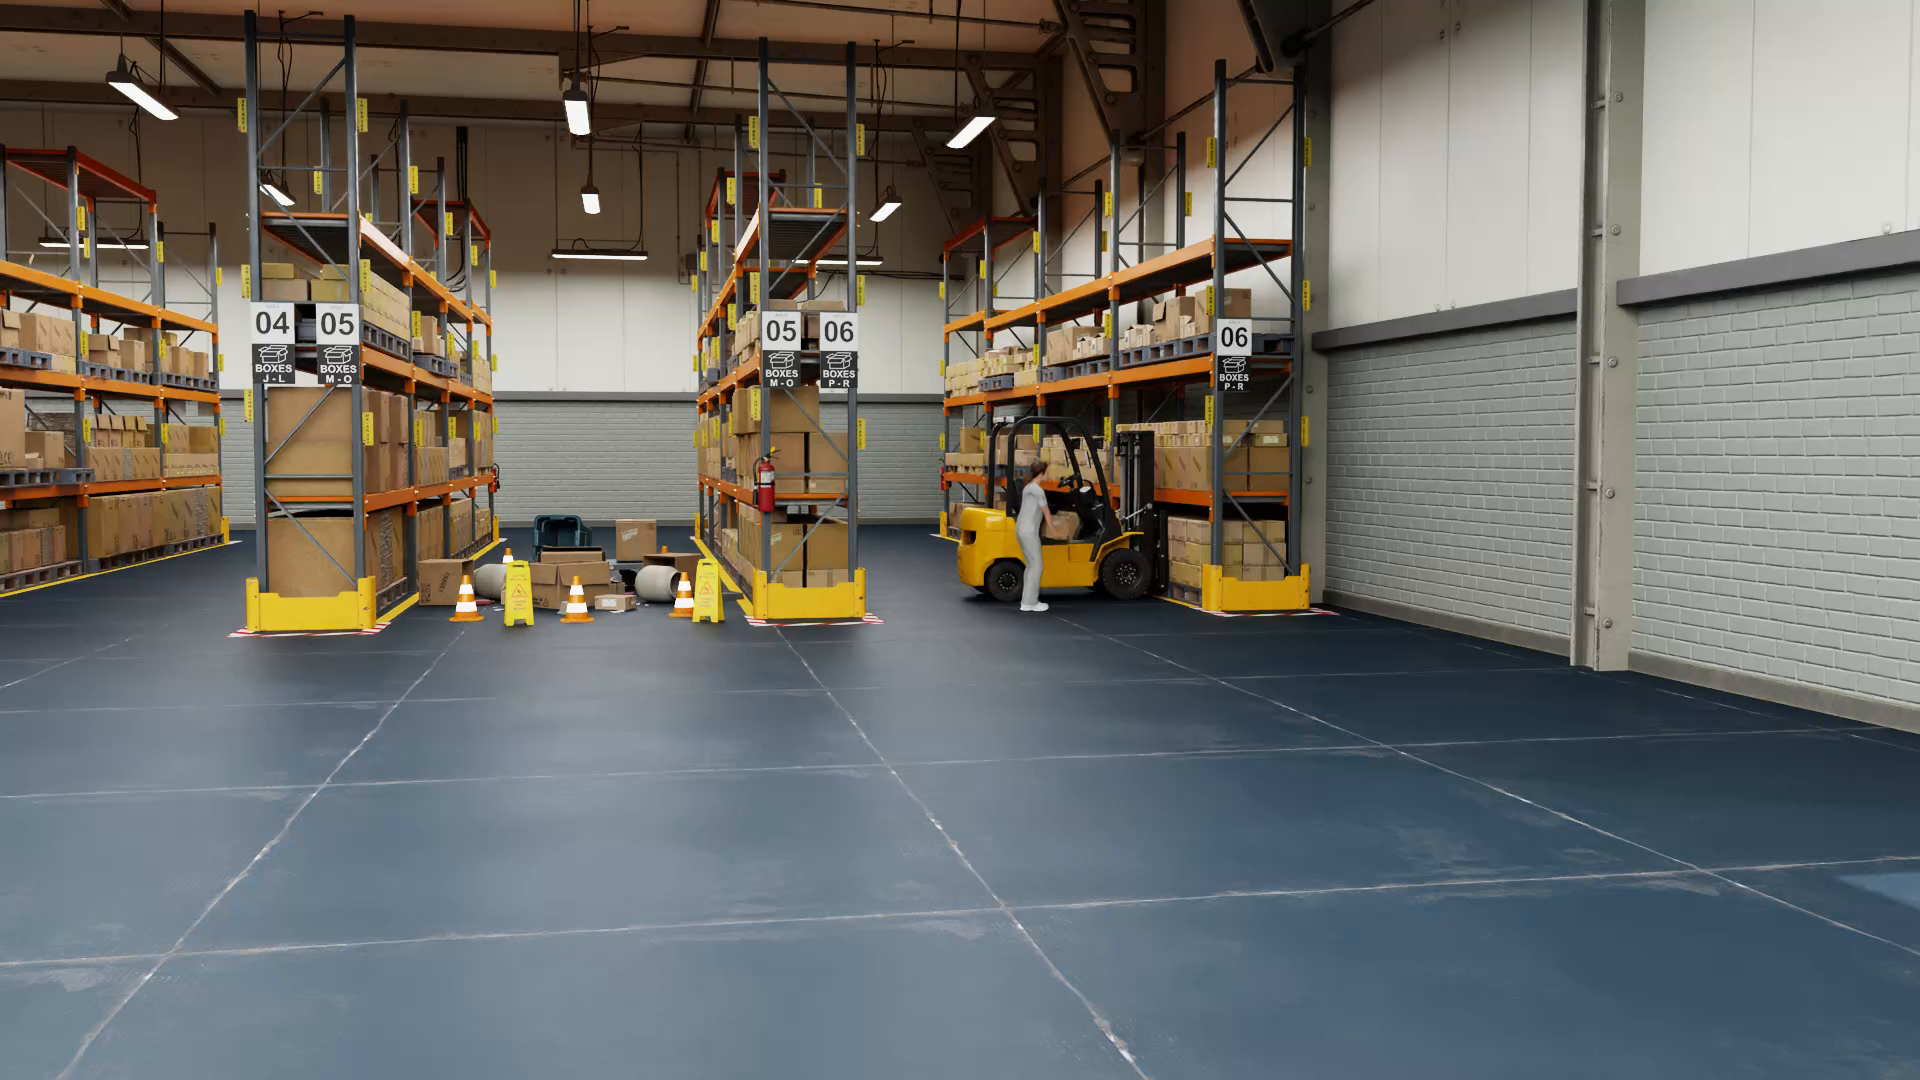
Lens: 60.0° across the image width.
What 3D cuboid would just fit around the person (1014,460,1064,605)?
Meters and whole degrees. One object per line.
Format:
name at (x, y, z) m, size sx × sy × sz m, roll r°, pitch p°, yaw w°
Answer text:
person at (0.861, -0.084, 18.322) m, size 0.520 × 1.584 × 0.411 m, roll -1°, pitch 3°, yaw -12°
